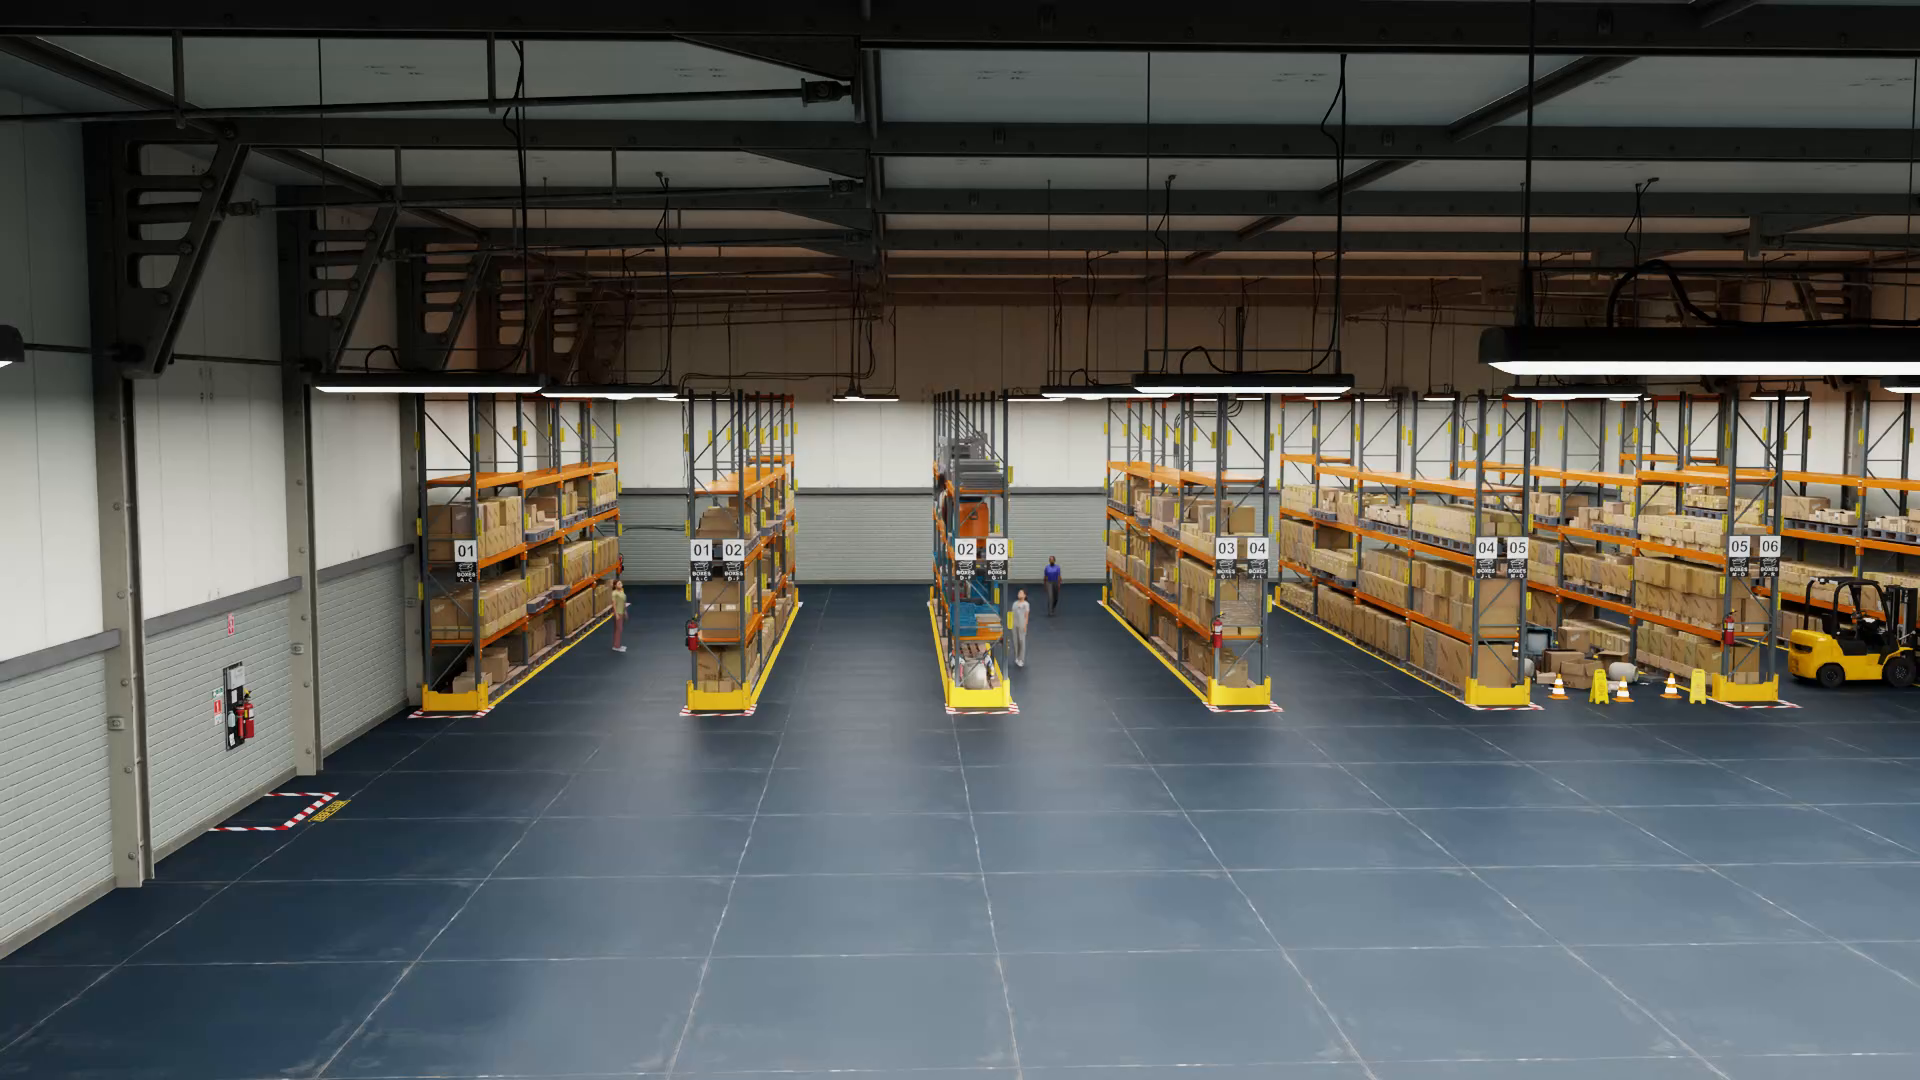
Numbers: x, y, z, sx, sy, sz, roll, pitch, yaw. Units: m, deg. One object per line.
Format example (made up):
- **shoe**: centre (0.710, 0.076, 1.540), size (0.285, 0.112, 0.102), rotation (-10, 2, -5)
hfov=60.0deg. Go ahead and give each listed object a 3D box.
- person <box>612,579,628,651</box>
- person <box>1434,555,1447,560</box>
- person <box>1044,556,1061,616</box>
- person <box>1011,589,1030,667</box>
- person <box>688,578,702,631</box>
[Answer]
- **person**: centre (-7.923, 1.755, 38.698), size (0.344, 1.708, 0.469), rotation (0, 5, -3)
- **person**: centre (14.700, 0.715, 50.923), size (0.431, 1.682, 0.469), rotation (-1, 5, -16)
- **person**: centre (2.510, 1.231, 45.176), size (0.450, 1.604, 0.931), rotation (-1, 5, -7)
- **person**: centre (1.284, 1.922, 36.639), size (0.476, 1.675, 0.599), rotation (2, 5, 25)
- **person**: centre (-6.590, 1.441, 41.949), size (0.532, 1.726, 1.032), rotation (0, 5, 2)
